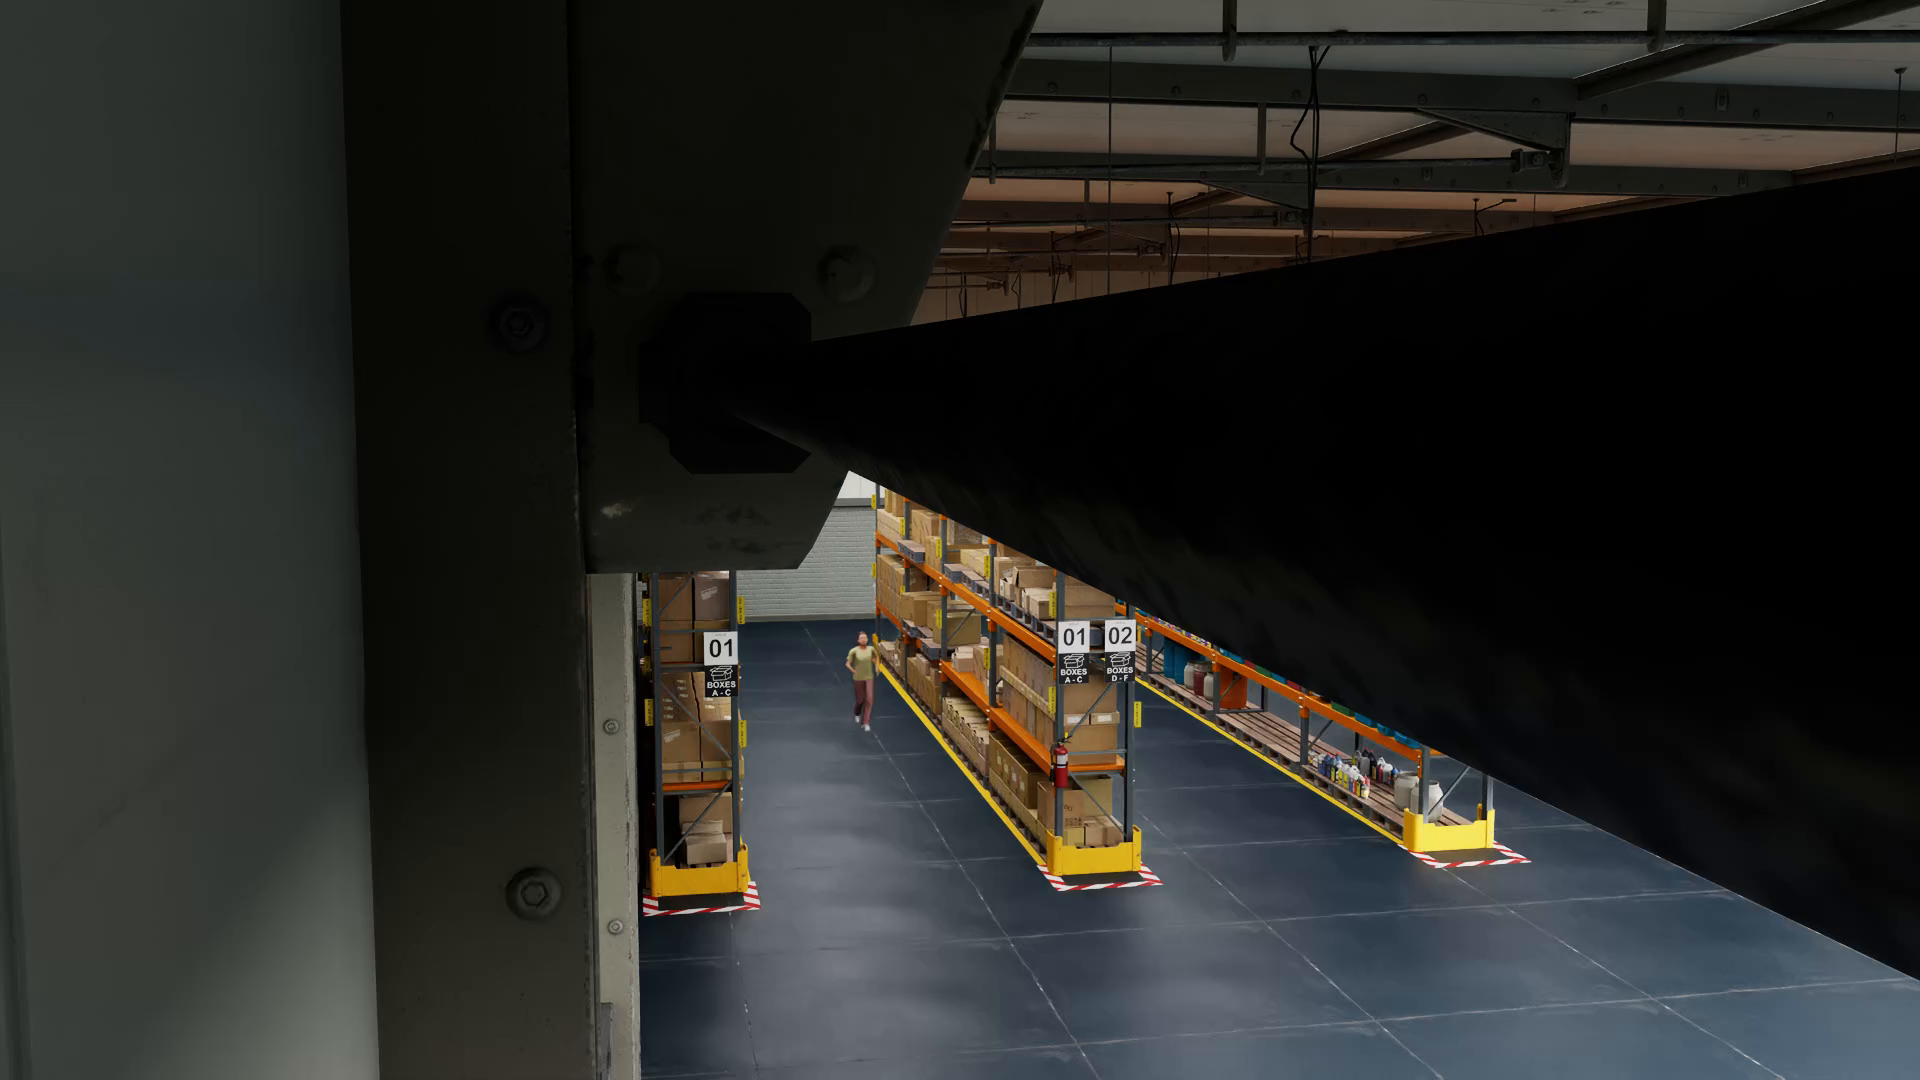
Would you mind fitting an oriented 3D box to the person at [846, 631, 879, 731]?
[{"bbox_3d":[-1.631,2.358,28.072,0.561,1.632,0.799,-1,6,-14],"label":"person"}]

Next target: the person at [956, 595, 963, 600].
[{"bbox_3d":[-0.089,1.646,37.303,0.753,1.760,0.718,3,6,25],"label":"person"}]
